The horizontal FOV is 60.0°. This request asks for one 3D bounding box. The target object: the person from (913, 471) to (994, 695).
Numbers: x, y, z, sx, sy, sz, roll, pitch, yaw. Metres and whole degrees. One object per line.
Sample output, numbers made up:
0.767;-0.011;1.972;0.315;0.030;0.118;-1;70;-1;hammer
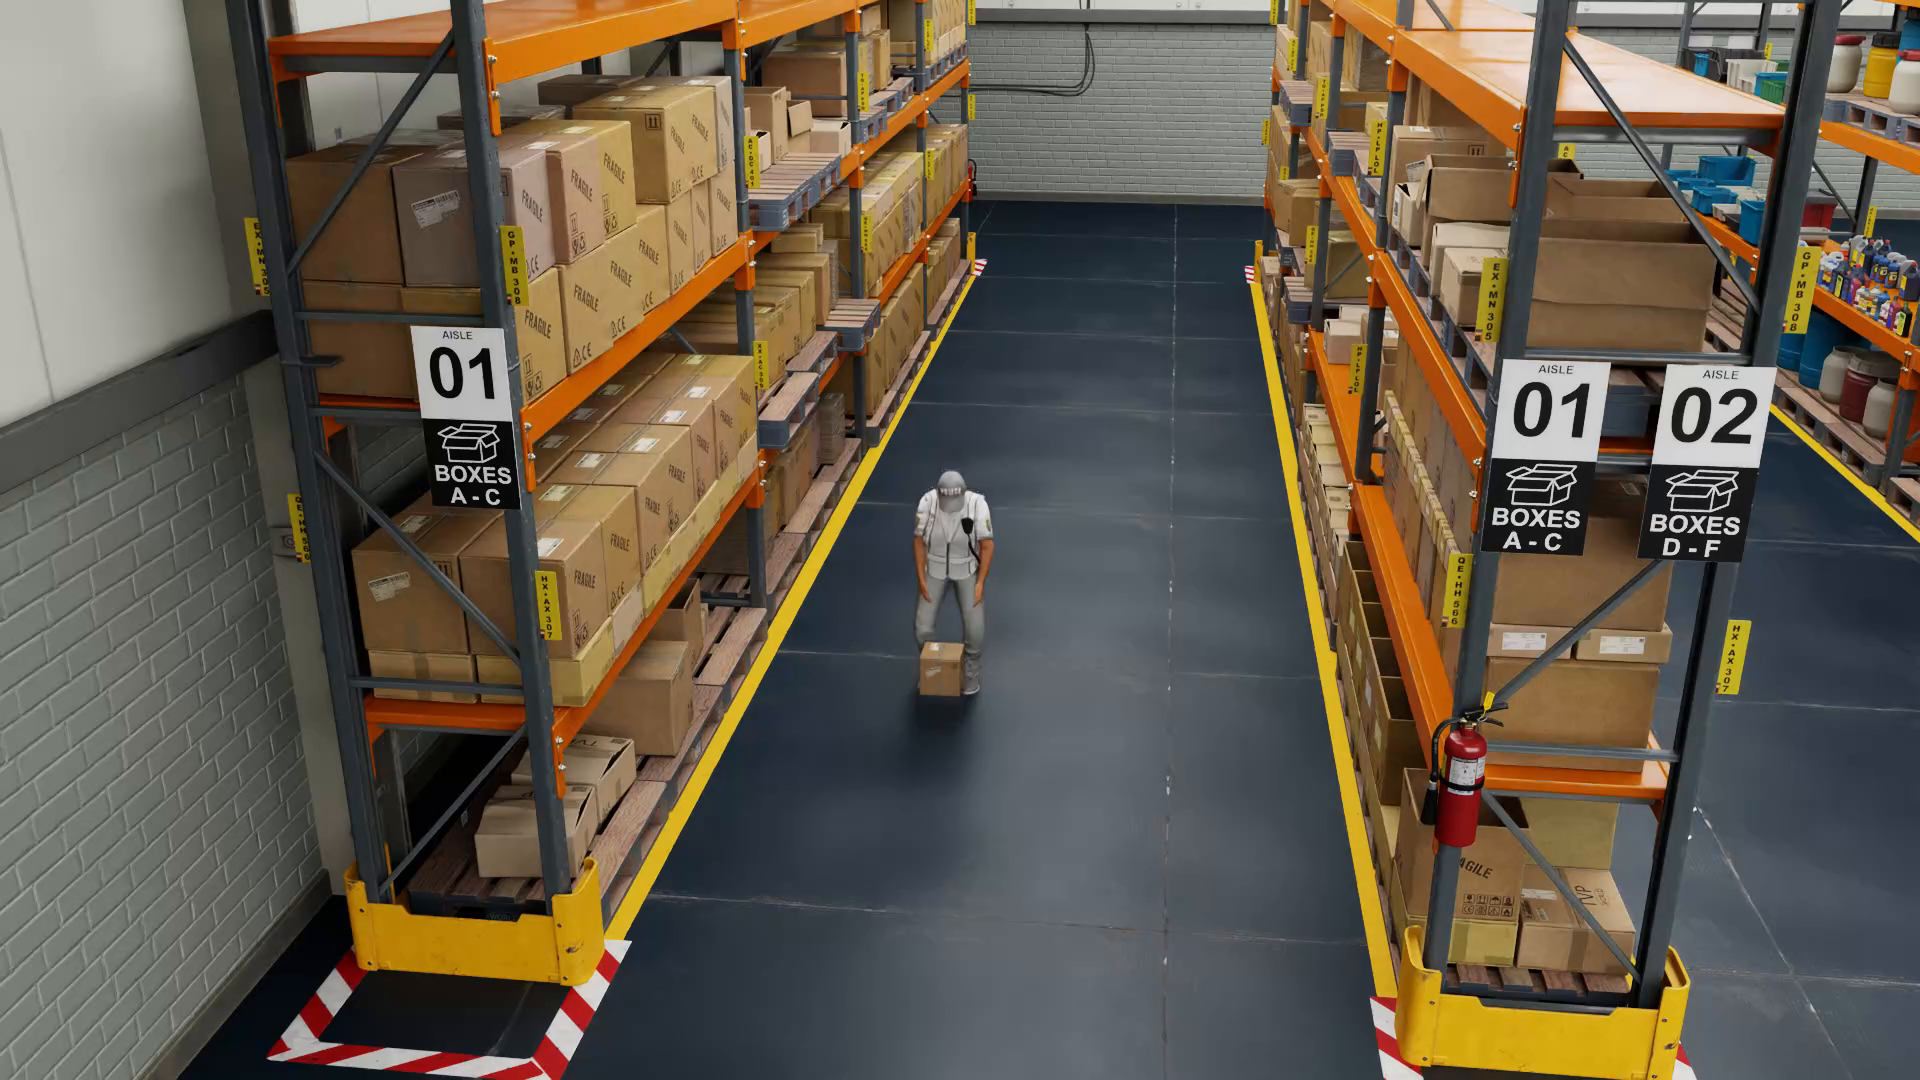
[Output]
-0.036;0.241;10.653;0.519;1.541;0.591;3;21;7;person
